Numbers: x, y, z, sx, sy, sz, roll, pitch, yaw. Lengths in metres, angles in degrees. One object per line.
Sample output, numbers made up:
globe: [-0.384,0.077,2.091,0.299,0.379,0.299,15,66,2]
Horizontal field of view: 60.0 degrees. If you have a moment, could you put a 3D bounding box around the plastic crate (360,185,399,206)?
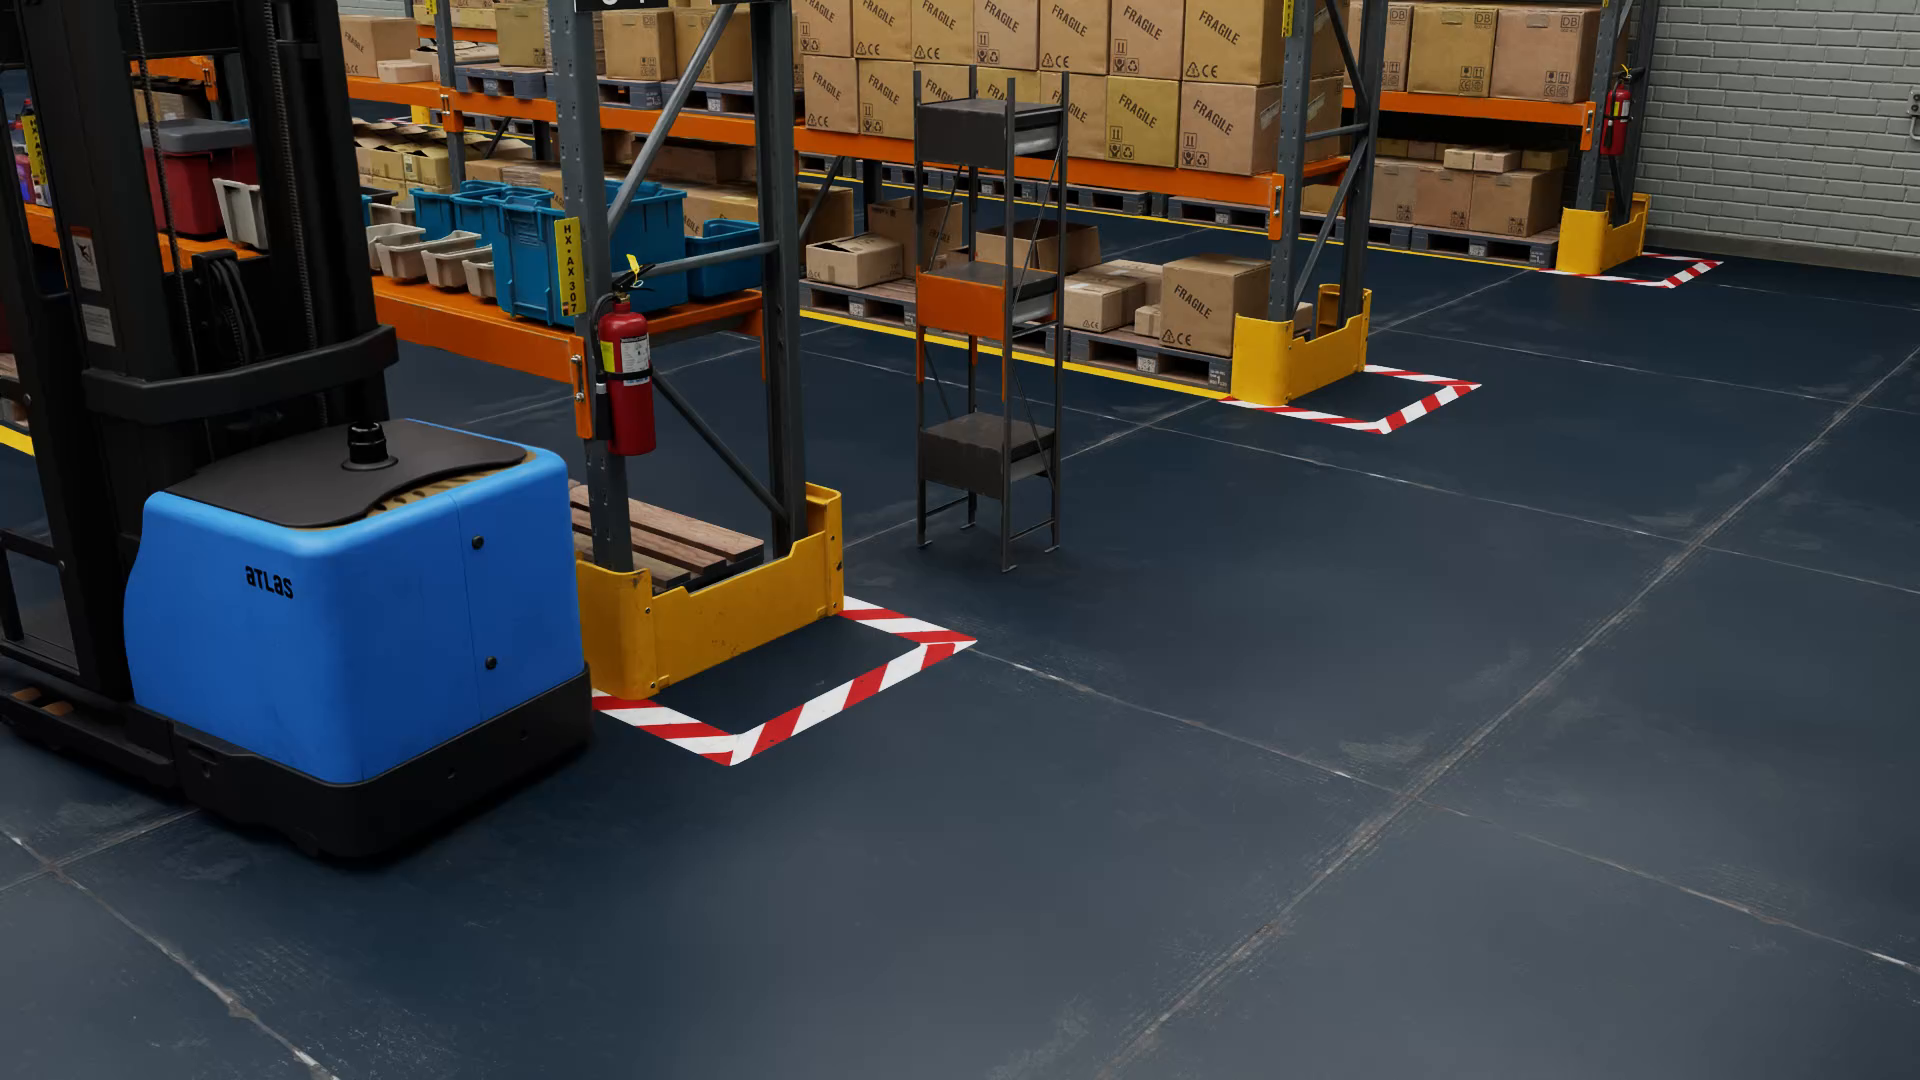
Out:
plastic crate: [-3.047,-1.619,8.014,0.590,0.125,0.437,16,26,36]

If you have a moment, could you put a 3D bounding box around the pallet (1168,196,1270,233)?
pallet: [2.720,-3.108,15.610,1.213,0.211,1.003,16,26,36]

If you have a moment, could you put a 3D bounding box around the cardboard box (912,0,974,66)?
cardboard box: [0.036,-3.351,10.746,0.500,0.500,0.500,15,25,35]

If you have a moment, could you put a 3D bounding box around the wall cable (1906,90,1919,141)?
wall cable: [6.869,-4.159,13.007,1.851,1.984,0.084,16,26,36]

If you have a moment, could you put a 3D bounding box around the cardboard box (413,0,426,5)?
cardboard box: [-6.937,-7.382,22.115,0.500,0.500,0.500,16,26,36]

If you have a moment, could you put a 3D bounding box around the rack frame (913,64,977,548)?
rack frame: [-0.061,-1.000,7.344,0.015,2.100,0.400,16,26,36]

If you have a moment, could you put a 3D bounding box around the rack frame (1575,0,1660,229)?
rack frame: [5.279,-3.711,13.258,0.127,3.000,1.000,16,26,36]

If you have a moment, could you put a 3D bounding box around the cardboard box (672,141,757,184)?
cardboard box: [-1.945,-3.033,13.317,0.500,0.250,0.500,16,26,36]

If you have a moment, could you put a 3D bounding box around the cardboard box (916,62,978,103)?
cardboard box: [0.058,-2.882,10.917,0.500,0.500,0.500,16,26,36]

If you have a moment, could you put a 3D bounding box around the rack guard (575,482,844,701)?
rack guard: [-0.958,0.168,6.513,0.348,0.500,1.175,16,26,36]

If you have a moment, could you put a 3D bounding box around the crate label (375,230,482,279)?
crate label: [-2.178,-1.164,6.793,0.243,0.136,0.396,16,26,36]

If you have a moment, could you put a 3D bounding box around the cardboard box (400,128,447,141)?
cardboard box: [-5.074,-3.740,15.841,0.500,0.311,0.500,15,25,35]

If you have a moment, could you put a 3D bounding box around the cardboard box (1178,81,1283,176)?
cardboard box: [1.631,-2.429,9.715,0.500,0.500,0.500,17,27,38]

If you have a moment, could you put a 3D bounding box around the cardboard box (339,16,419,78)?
cardboard box: [-5.358,-4.558,15.362,0.500,0.500,0.500,14,25,33]

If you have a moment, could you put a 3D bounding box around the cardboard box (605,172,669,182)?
cardboard box: [-2.674,-2.654,13.374,0.500,0.500,0.500,15,25,35]

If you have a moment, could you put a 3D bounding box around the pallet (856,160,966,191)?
pallet: [-0.356,-3.995,17.962,1.213,0.211,1.003,16,26,36]

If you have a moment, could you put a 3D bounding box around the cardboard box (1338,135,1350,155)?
cardboard box: [3.249,-3.496,14.717,0.250,0.149,0.380,15,25,35]

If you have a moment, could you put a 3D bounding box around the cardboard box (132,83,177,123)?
cardboard box: [-8.811,-4.671,18.042,0.500,0.500,0.500,16,26,36]

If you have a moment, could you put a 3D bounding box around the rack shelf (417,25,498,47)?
rack shelf: [-5.567,-6.498,21.668,4.000,0.370,1.077,16,26,36]

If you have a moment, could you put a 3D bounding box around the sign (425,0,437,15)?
sign: [-4.396,-4.530,13.790,0.005,0.325,0.100,16,26,36]

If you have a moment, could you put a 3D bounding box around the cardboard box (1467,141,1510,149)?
cardboard box: [4.504,-3.310,14.223,0.250,0.149,0.380,16,26,36]

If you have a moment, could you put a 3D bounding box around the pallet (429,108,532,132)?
pallet: [-6.451,-5.768,22.665,1.213,0.211,1.003,16,26,36]

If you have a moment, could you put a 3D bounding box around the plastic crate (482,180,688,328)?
plastic crate: [-1.363,-1.071,6.123,0.499,0.435,0.616,16,26,36]

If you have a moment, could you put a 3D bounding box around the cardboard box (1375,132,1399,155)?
cardboard box: [3.718,-3.536,14.823,0.250,0.149,0.380,16,26,35]

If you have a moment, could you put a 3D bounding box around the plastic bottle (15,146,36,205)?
plastic bottle: [-4.802,-1.880,8.567,0.133,0.283,0.061,16,26,36]

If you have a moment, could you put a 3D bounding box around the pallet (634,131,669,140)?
pallet: [-3.414,-4.910,20.390,1.213,0.211,1.003,16,26,36]

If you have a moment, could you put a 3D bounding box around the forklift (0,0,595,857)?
forklift: [-2.771,-0.789,5.606,3.031,2.935,1.130,13,24,30]

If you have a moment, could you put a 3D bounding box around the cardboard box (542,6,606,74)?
cardboard box: [-2.901,-4.018,13.336,0.700,0.500,0.500,-16,26,-37]

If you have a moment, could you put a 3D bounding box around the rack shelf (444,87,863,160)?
rack shelf: [-2.499,-3.358,13.342,4.000,0.370,1.077,16,26,36]

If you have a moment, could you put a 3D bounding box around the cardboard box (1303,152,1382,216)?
cardboard box: [3.478,-3.208,14.870,0.500,0.500,0.700,17,26,37]

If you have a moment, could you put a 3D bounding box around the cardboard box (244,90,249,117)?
cardboard box: [-7.308,-4.483,17.545,0.500,0.500,0.500,16,26,36]

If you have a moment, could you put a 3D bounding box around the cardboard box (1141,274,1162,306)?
cardboard box: [1.520,-1.586,10.896,0.500,0.250,0.500,16,26,36]

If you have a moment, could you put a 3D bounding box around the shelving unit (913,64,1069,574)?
shelving unit: [0.128,-0.946,7.200,0.503,2.100,0.431,16,26,36]

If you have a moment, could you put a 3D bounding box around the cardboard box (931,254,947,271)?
cardboard box: [0.000,-2.004,12.147,0.250,0.149,0.380,16,26,36]

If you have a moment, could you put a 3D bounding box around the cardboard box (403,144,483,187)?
cardboard box: [-4.610,-3.363,14.842,0.500,0.311,0.500,17,26,38]

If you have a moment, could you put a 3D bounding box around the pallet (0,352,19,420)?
pallet: [-5.605,-1.046,10.144,1.213,0.211,1.003,16,26,36]

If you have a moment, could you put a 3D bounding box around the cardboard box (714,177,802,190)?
cardboard box: [-1.590,-2.575,13.166,0.500,0.500,0.500,17,26,37]

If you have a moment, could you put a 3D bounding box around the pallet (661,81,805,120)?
pallet: [-1.499,-3.367,12.618,1.213,0.211,1.003,16,26,36]

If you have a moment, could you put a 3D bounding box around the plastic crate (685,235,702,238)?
plastic crate: [-1.164,-1.147,6.747,0.298,0.136,0.250,16,26,36]

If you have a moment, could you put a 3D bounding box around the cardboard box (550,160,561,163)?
cardboard box: [-3.175,-3.033,14.379,0.500,0.500,0.500,17,27,38]

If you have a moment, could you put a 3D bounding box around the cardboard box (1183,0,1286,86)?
cardboard box: [1.631,-2.895,9.535,0.500,0.500,0.500,16,26,36]

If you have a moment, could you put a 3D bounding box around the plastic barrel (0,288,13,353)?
plastic barrel: [-5.918,-1.500,10.216,0.708,0.588,0.600,16,26,36]

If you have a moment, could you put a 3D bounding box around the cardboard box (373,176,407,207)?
cardboard box: [-5.011,-3.216,15.246,0.500,0.250,0.500,16,26,36]

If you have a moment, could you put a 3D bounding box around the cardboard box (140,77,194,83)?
cardboard box: [-8.858,-4.929,18.728,0.500,0.500,0.500,16,26,36]

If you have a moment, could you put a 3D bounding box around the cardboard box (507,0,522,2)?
cardboard box: [-5.353,-6.925,20.901,0.500,0.500,0.500,15,25,35]

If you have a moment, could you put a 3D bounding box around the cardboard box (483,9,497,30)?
cardboard box: [-5.747,-6.684,21.325,0.500,0.250,0.500,16,26,37]

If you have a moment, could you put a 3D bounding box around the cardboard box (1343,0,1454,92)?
cardboard box: [3.722,-4.295,14.380,0.700,0.700,0.980,15,25,34]

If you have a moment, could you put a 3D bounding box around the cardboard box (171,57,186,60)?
cardboard box: [-7.907,-5.293,17.312,0.500,0.500,0.700,16,26,36]

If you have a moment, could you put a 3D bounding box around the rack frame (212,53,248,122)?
rack frame: [-4.084,-1.895,8.443,0.127,3.000,1.000,16,26,36]

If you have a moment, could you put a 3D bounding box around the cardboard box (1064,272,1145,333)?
cardboard box: [0.856,-1.550,10.800,0.500,0.250,0.500,16,26,36]

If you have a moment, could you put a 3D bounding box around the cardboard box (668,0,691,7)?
cardboard box: [-3.217,-6.392,19.601,0.700,0.500,0.500,-19,28,-41]
